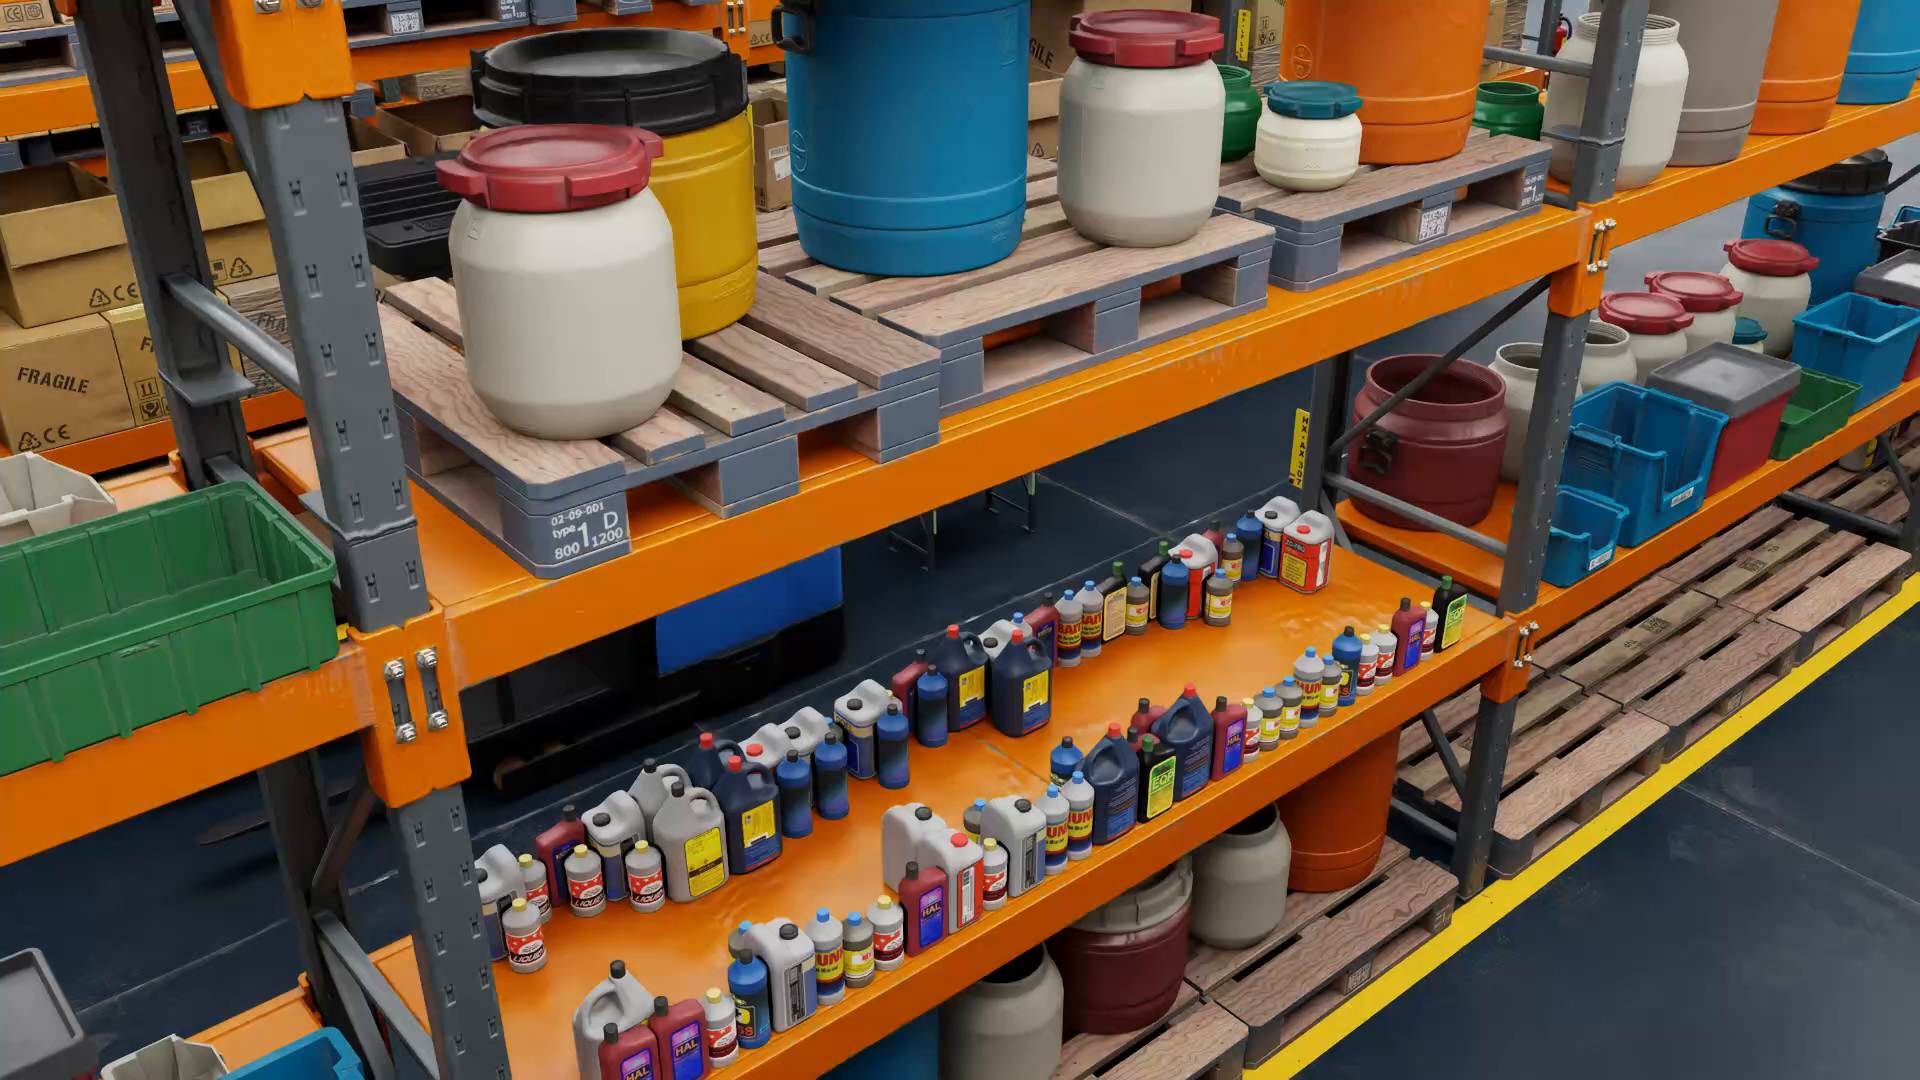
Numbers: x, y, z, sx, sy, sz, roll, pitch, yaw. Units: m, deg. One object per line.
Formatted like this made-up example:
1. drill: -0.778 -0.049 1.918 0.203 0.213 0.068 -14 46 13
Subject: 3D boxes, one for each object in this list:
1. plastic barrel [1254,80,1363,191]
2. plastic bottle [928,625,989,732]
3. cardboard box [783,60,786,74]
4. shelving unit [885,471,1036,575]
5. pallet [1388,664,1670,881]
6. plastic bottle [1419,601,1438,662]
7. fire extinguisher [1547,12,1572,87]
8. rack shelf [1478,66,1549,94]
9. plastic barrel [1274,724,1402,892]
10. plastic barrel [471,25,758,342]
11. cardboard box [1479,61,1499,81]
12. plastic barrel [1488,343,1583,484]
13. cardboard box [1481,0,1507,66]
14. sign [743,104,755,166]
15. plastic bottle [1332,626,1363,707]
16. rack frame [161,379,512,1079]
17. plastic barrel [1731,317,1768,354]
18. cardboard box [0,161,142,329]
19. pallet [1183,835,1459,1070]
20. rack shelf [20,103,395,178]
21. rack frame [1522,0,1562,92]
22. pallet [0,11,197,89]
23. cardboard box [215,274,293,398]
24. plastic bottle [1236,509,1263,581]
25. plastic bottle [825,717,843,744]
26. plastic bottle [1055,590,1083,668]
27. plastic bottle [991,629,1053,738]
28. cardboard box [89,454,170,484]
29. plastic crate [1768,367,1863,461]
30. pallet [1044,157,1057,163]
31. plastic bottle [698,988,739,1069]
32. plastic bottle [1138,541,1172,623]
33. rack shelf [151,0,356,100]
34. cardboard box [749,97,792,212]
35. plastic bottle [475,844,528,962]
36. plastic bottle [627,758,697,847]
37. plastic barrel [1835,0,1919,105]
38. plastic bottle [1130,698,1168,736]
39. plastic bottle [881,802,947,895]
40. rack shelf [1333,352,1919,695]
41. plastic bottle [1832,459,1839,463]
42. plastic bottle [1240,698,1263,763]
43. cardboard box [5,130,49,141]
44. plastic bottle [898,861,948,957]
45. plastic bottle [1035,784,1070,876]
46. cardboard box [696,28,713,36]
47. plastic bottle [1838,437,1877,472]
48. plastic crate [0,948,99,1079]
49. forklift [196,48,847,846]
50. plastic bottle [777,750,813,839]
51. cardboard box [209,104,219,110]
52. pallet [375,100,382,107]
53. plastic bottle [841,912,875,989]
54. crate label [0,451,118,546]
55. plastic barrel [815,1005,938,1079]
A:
1. plastic barrel: 0.994 -1.153 4.744 0.301 0.262 0.301 0 28 0
2. plastic bottle: -0.003 0.423 5.328 0.185 0.351 0.144 -22 35 -35
3. cardboard box: -1.075 -4.311 15.943 0.875 0.875 0.875 -21 35 -34
4. shelving unit: 0.005 -0.664 8.900 0.755 1.500 0.431 -22 35 -35
5. pallet: 2.329 0.920 7.304 1.213 0.211 1.003 -22 35 -35
6. plastic bottle: 1.584 0.306 5.705 0.097 0.201 0.097 0 28 0
7. fire extinguisher: 4.972 -4.146 13.907 0.183 0.674 0.296 -22 35 -35
8. rack shelf: 3.065 -3.381 13.157 4.000 0.370 1.077 -22 35 -35
9. plastic barrel: 1.354 0.841 6.351 0.708 0.830 0.600 -22 35 -35
10. plastic barrel: -0.766 -0.806 3.748 0.600 0.588 0.600 0 28 0
11. cardboard box: 4.156 -3.867 13.569 0.250 0.149 0.380 -22 35 -35
12. plastic barrel: 2.359 -0.527 6.935 0.421 0.512 0.421 0 28 0
13. cardboard box: 3.847 -4.131 13.375 0.500 0.500 0.875 -22 35 -35
14. sign: -1.137 -2.175 8.909 0.005 0.325 0.100 -22 35 -35
15. plastic bottle: 1.261 0.406 5.445 0.097 0.271 0.097 0 28 0
16. rack frame: -1.328 1.137 3.940 0.127 3.000 1.000 -22 35 -35
17. plastic barrel: 3.651 -0.899 7.897 0.301 0.262 0.301 0 28 0
18. cardboard box: -4.062 -1.324 7.374 0.637 0.503 0.797 -23 36 -36
19. pallet: 1.142 1.399 6.408 1.213 0.211 1.003 -22 35 -35
20. rack shelf: -6.164 -2.743 11.963 4.000 0.370 1.077 -22 35 -35
21. rack frame: 4.586 -4.310 14.132 0.127 3.000 1.000 -22 35 -35
22. pallet: -3.877 -2.176 7.159 1.217 0.209 0.805 -24 36 -37
23. cardboard box: -3.268 -1.041 7.910 0.500 0.500 0.500 -23 36 -36
24. plastic bottle: 1.070 0.012 6.181 0.097 0.271 0.097 0 28 0
25. plastic bottle: -0.404 0.636 5.089 0.097 0.201 0.097 0 28 0
26. plastic bottle: 0.367 0.295 5.652 0.097 0.271 0.097 0 28 0
27. plastic bottle: 0.198 0.437 5.303 0.185 0.351 0.144 -22 35 -35
28. cardboard box: -4.069 -0.090 8.045 0.875 0.875 1.225 -22 35 -35
29. plastic crate: 3.616 -0.583 7.383 0.662 0.188 0.450 -22 35 -35
30. pallet: -0.021 -2.398 10.759 1.213 0.211 1.003 -22 35 -35
31. plastic bottle: -0.595 1.183 4.065 0.097 0.201 0.097 0 28 0
32. plastic bottle: 0.692 0.147 5.915 0.133 0.283 0.061 -22 35 -35
33. rack shelf: 0.193 -1.627 3.935 4.000 0.370 1.077 -22 35 -35
34. cardboard box: -1.115 -2.271 9.766 0.500 0.500 0.500 23 36 36
35. plastic bottle: -1.238 0.955 4.412 0.135 0.276 0.152 -22 35 -35
36. plastic bottle: -0.841 0.760 4.697 0.185 0.351 0.144 -22 35 -35
37. plastic barrel: 3.517 -2.221 6.509 0.708 0.901 0.600 -22 35 -35
38. plastic bottle: 0.580 0.596 5.076 0.133 0.283 0.061 -22 35 -35
39. plastic bottle: -0.123 0.849 4.610 0.135 0.276 0.152 -22 35 -35
40. rack shelf: 3.236 -0.381 7.544 4.000 0.370 1.077 -22 35 -35
41. plastic bottle: 5.061 -0.636 9.602 0.185 0.351 0.144 -23 36 -36
42. plastic bottle: 0.890 0.586 5.183 0.097 0.201 0.097 0 28 0
43. cardboard box: -6.302 -2.795 11.118 0.250 0.149 0.380 -24 36 -37
44. plastic bottle: -0.097 0.958 4.399 0.133 0.283 0.061 -22 35 -35
45. plastic bottle: 0.258 0.809 4.690 0.097 0.271 0.097 0 28 0
46. cardboard box: -2.207 -4.530 14.437 0.500 0.500 0.500 -22 35 -35
47. plastic bottle: 5.154 -0.585 9.505 0.185 0.351 0.144 -22 35 -35
48. plastic crate: -2.170 1.266 3.568 0.583 0.464 0.402 -22 35 -35
49. forklift: -2.018 -0.467 7.015 3.031 2.935 1.130 -21 34 -34
50. plastic bottle: -0.482 0.730 4.837 0.097 0.271 0.097 0 28 0
51. cardboard box: -5.297 -3.202 11.879 0.250 0.149 0.380 -22 35 -36
52. pallet: -6.409 -4.796 18.000 1.213 0.211 1.003 -22 35 -35
53. plastic bottle: -0.270 1.052 4.309 0.097 0.201 0.097 0 28 0
54. crate label: -1.888 -0.024 3.209 0.466 0.136 0.293 -22 35 -35
55. plastic barrel: -0.365 1.500 5.041 0.708 0.901 0.600 -22 35 -35
